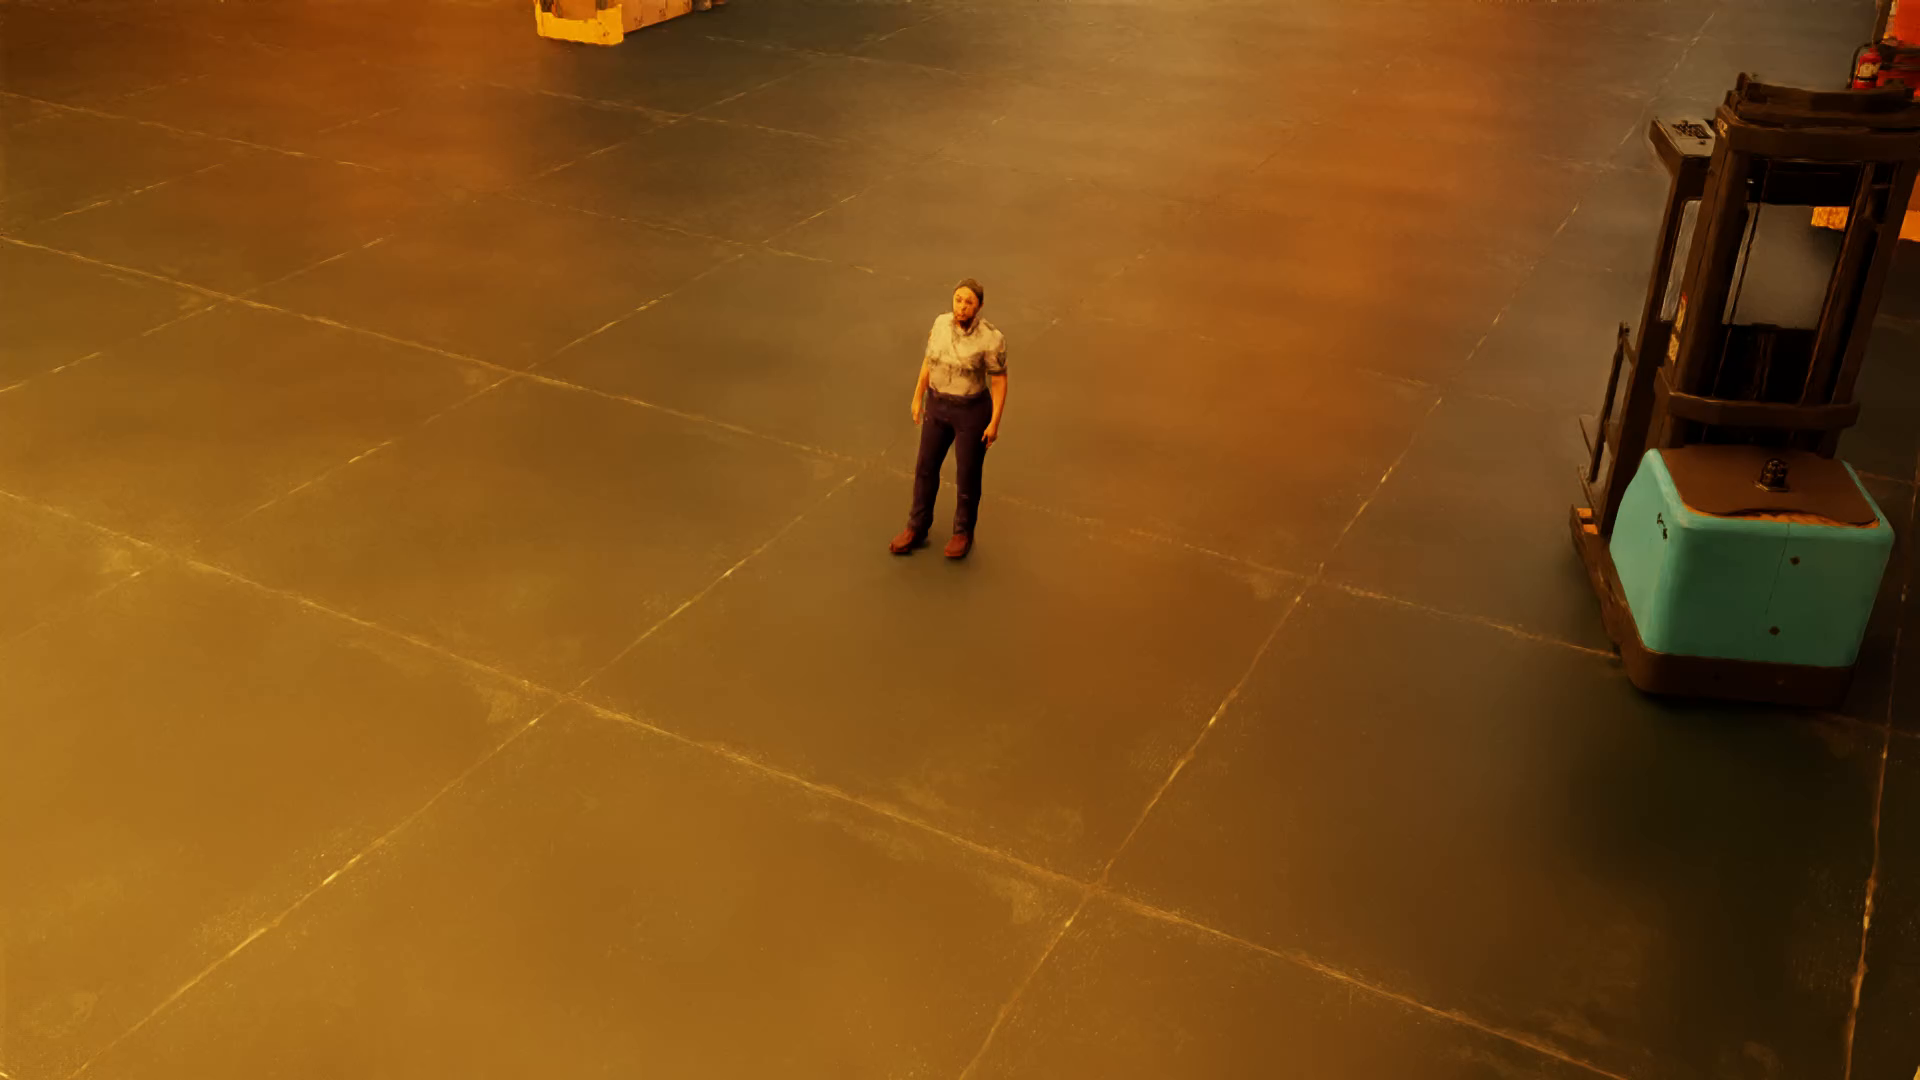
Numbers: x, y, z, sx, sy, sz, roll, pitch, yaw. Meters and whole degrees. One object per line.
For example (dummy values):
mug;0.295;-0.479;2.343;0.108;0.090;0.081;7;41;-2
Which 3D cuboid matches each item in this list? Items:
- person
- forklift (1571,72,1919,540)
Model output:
person;-0.063;-0.686;9.529;0.599;1.650;0.502;15;33;25
forklift;4.210;-1.138;9.042;1.121;2.935;3.031;4;30;8
